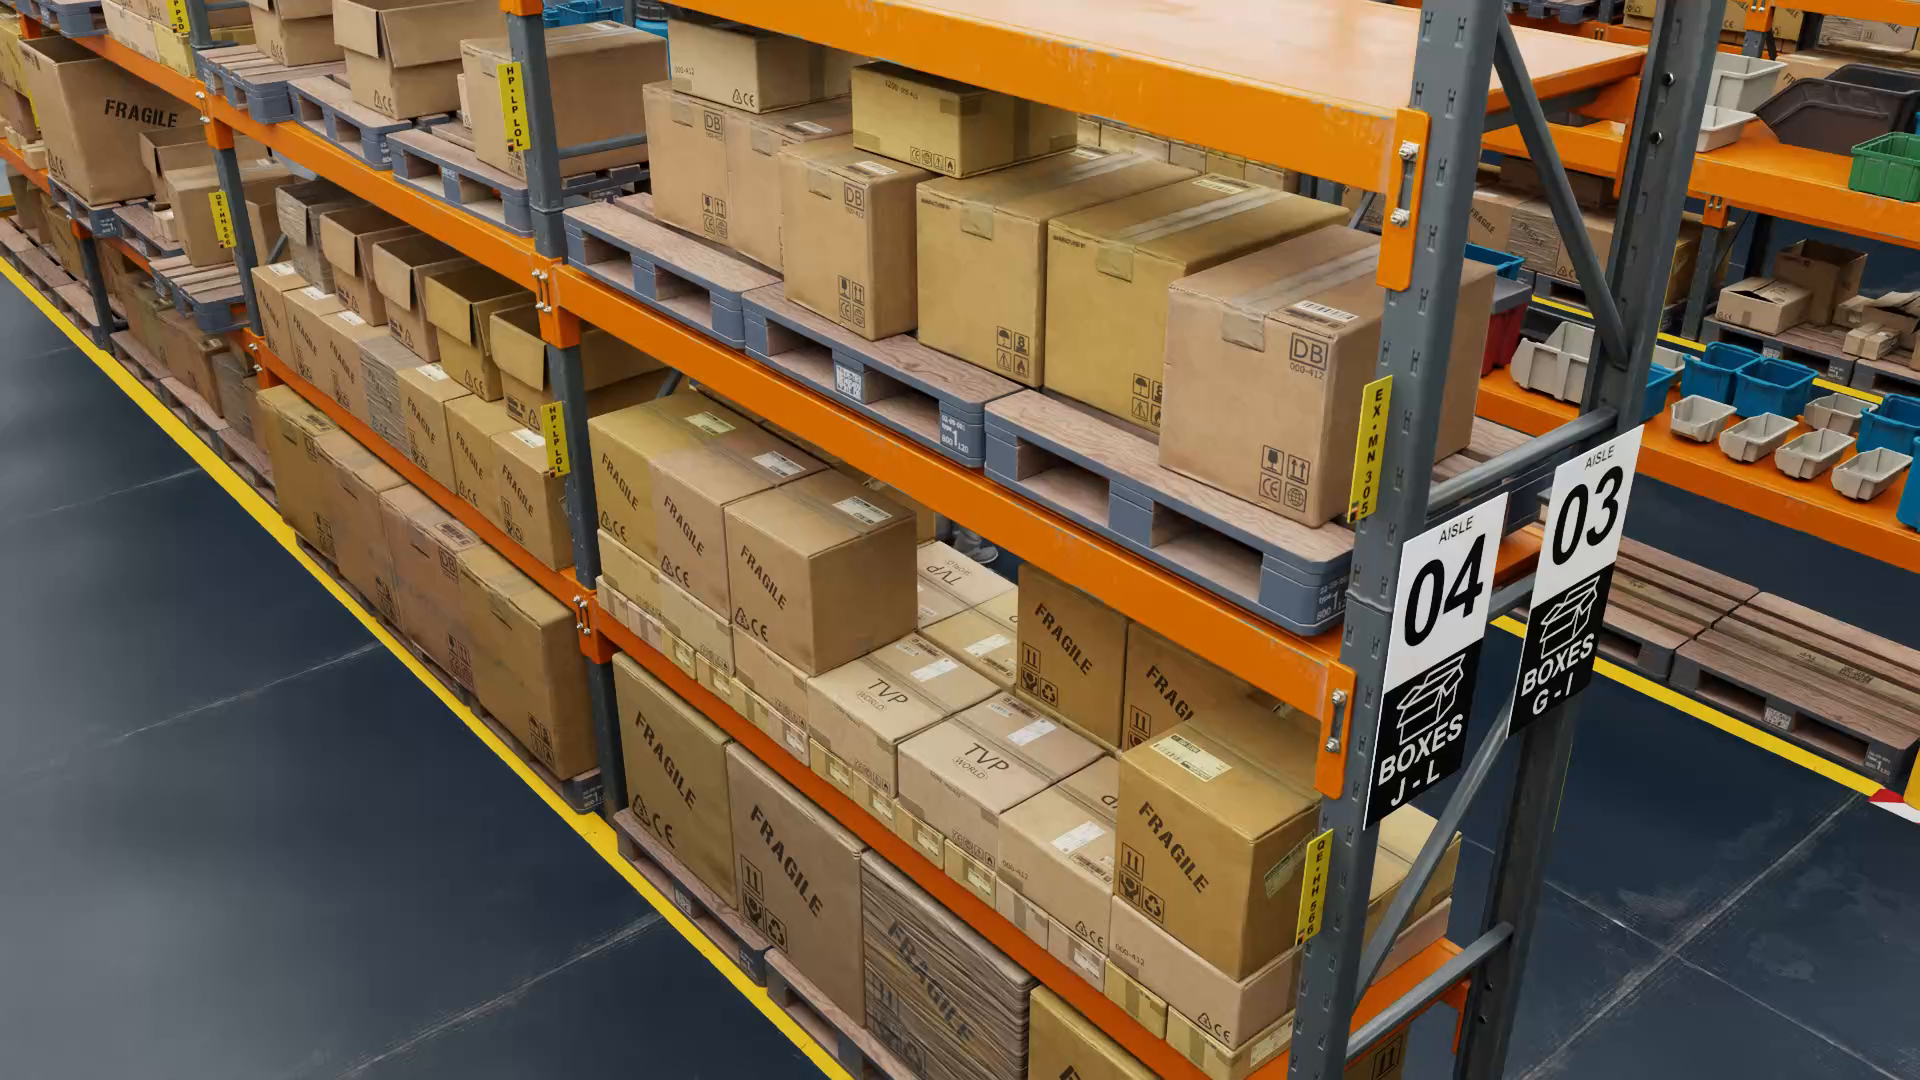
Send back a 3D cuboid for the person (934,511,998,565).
[{"bbox_3d":[-0.012,-0.664,9.944,0.517,1.690,0.561,-21,34,-34],"label":"person"}]
